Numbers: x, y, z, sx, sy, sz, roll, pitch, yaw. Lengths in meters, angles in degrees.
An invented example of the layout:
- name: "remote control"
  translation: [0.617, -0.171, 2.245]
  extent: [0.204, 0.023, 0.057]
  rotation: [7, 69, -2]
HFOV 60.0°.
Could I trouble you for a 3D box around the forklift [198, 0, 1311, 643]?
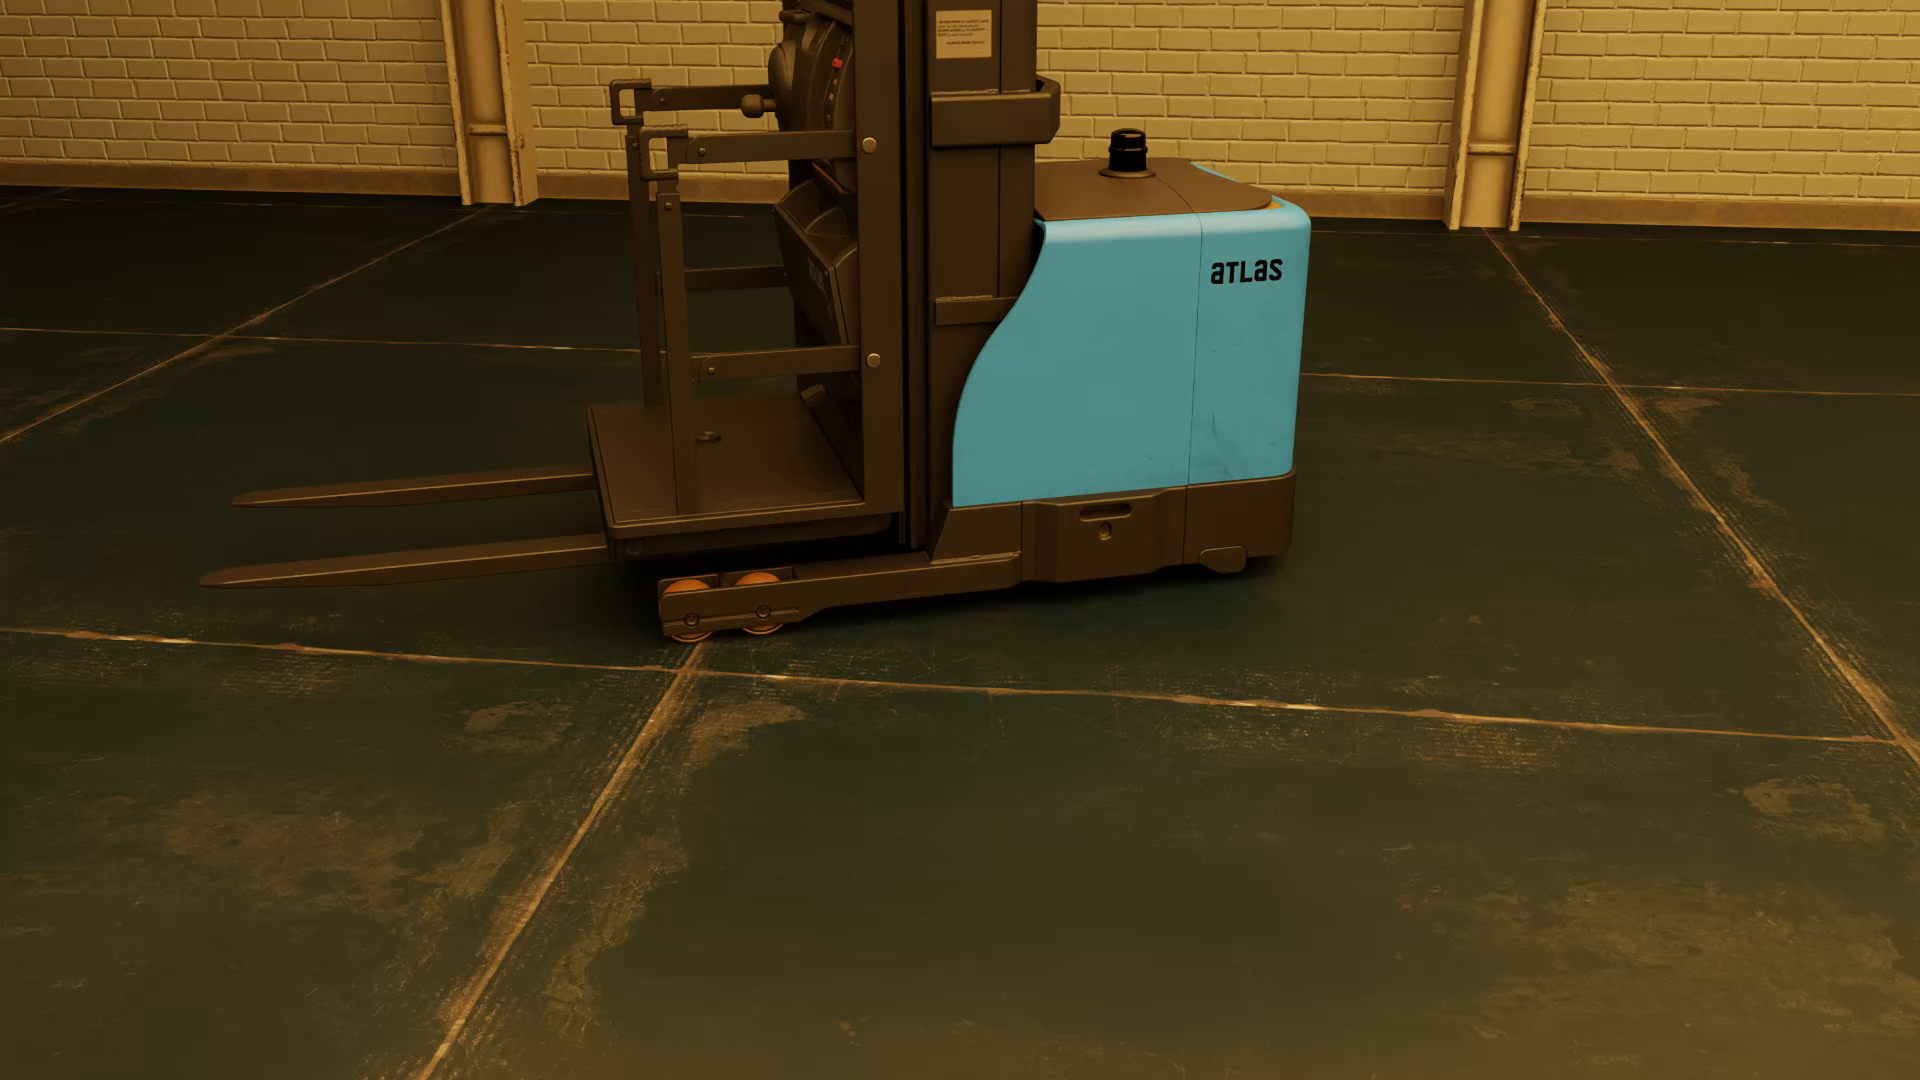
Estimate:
- name: "forklift"
  translation: [-0.588, -1.301, 4.485]
  extent: [3.031, 2.935, 1.130]
  rotation: [-6, 23, -14]
